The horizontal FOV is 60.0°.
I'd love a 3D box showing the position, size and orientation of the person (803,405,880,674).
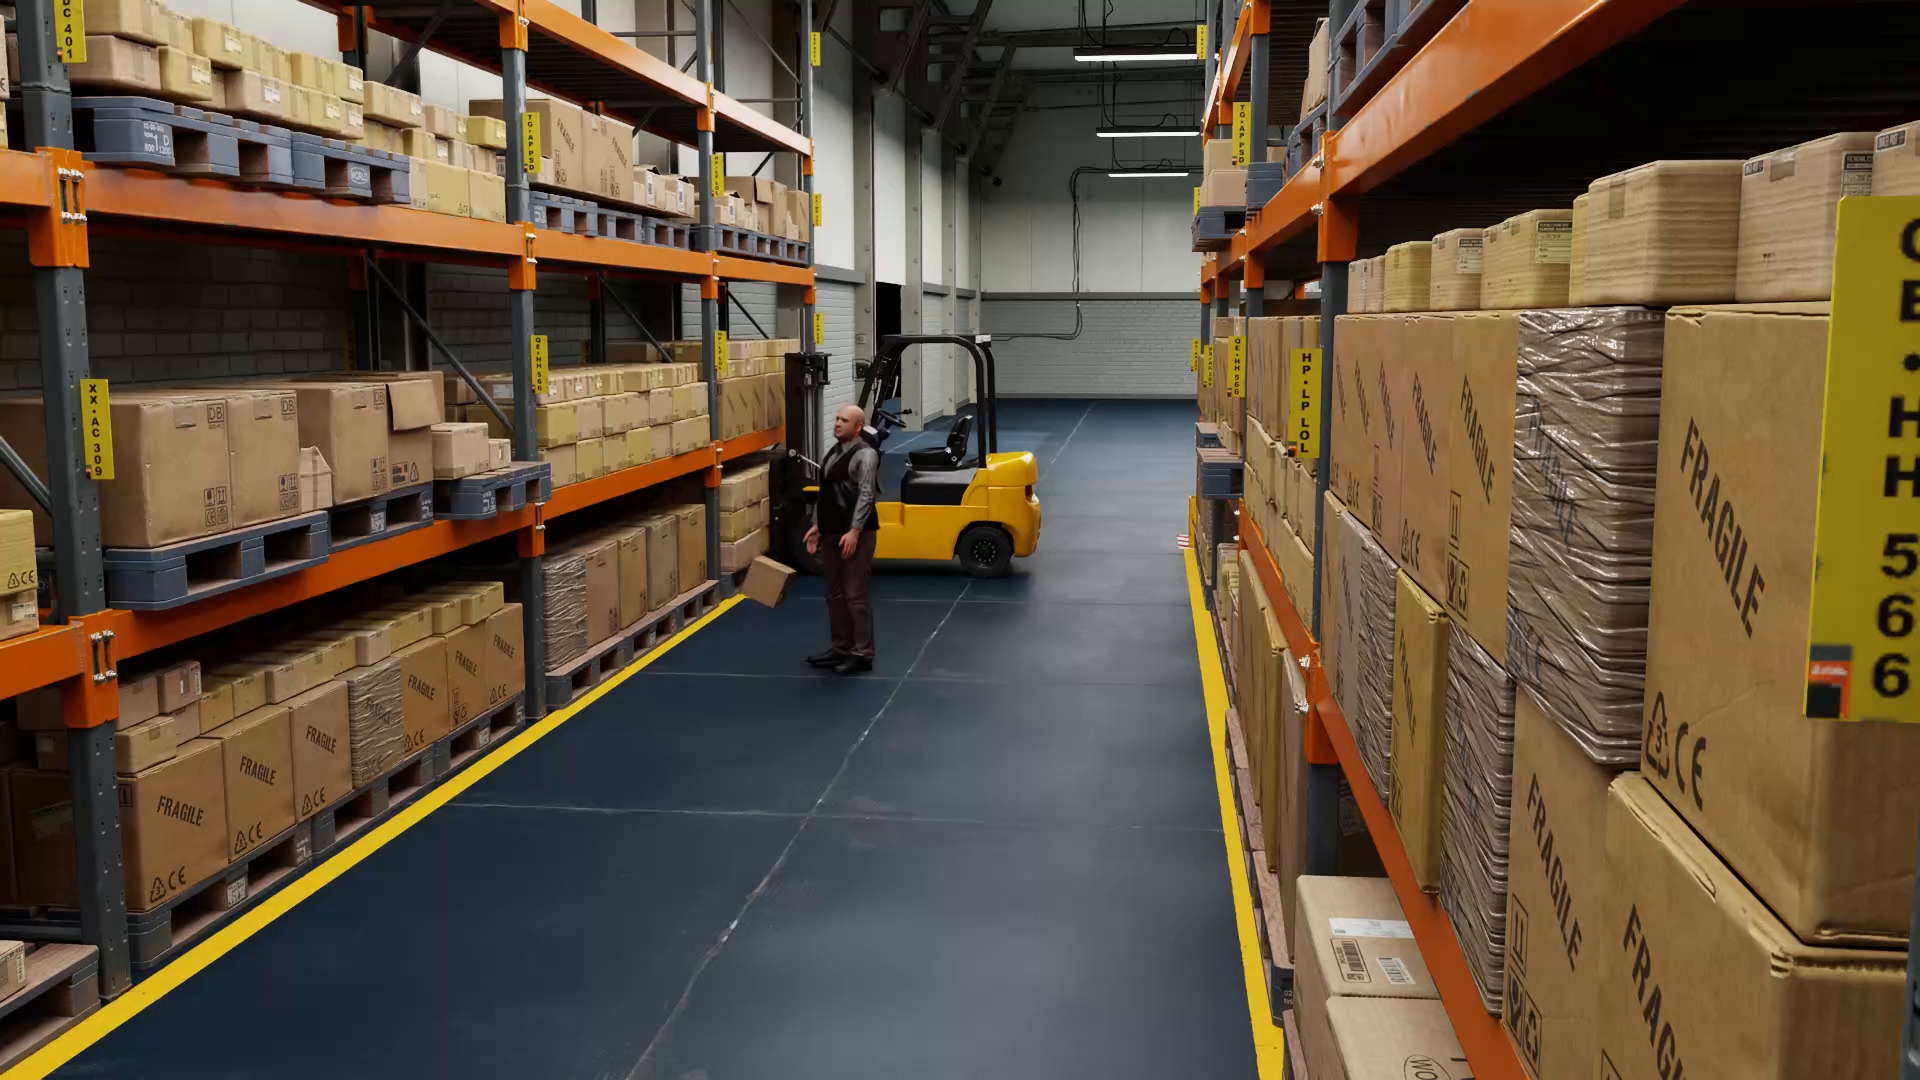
[{"bbox_3d":[-0.762,-0.011,10.808,0.401,1.733,0.592,-5,9,-35],"label":"person"}]
